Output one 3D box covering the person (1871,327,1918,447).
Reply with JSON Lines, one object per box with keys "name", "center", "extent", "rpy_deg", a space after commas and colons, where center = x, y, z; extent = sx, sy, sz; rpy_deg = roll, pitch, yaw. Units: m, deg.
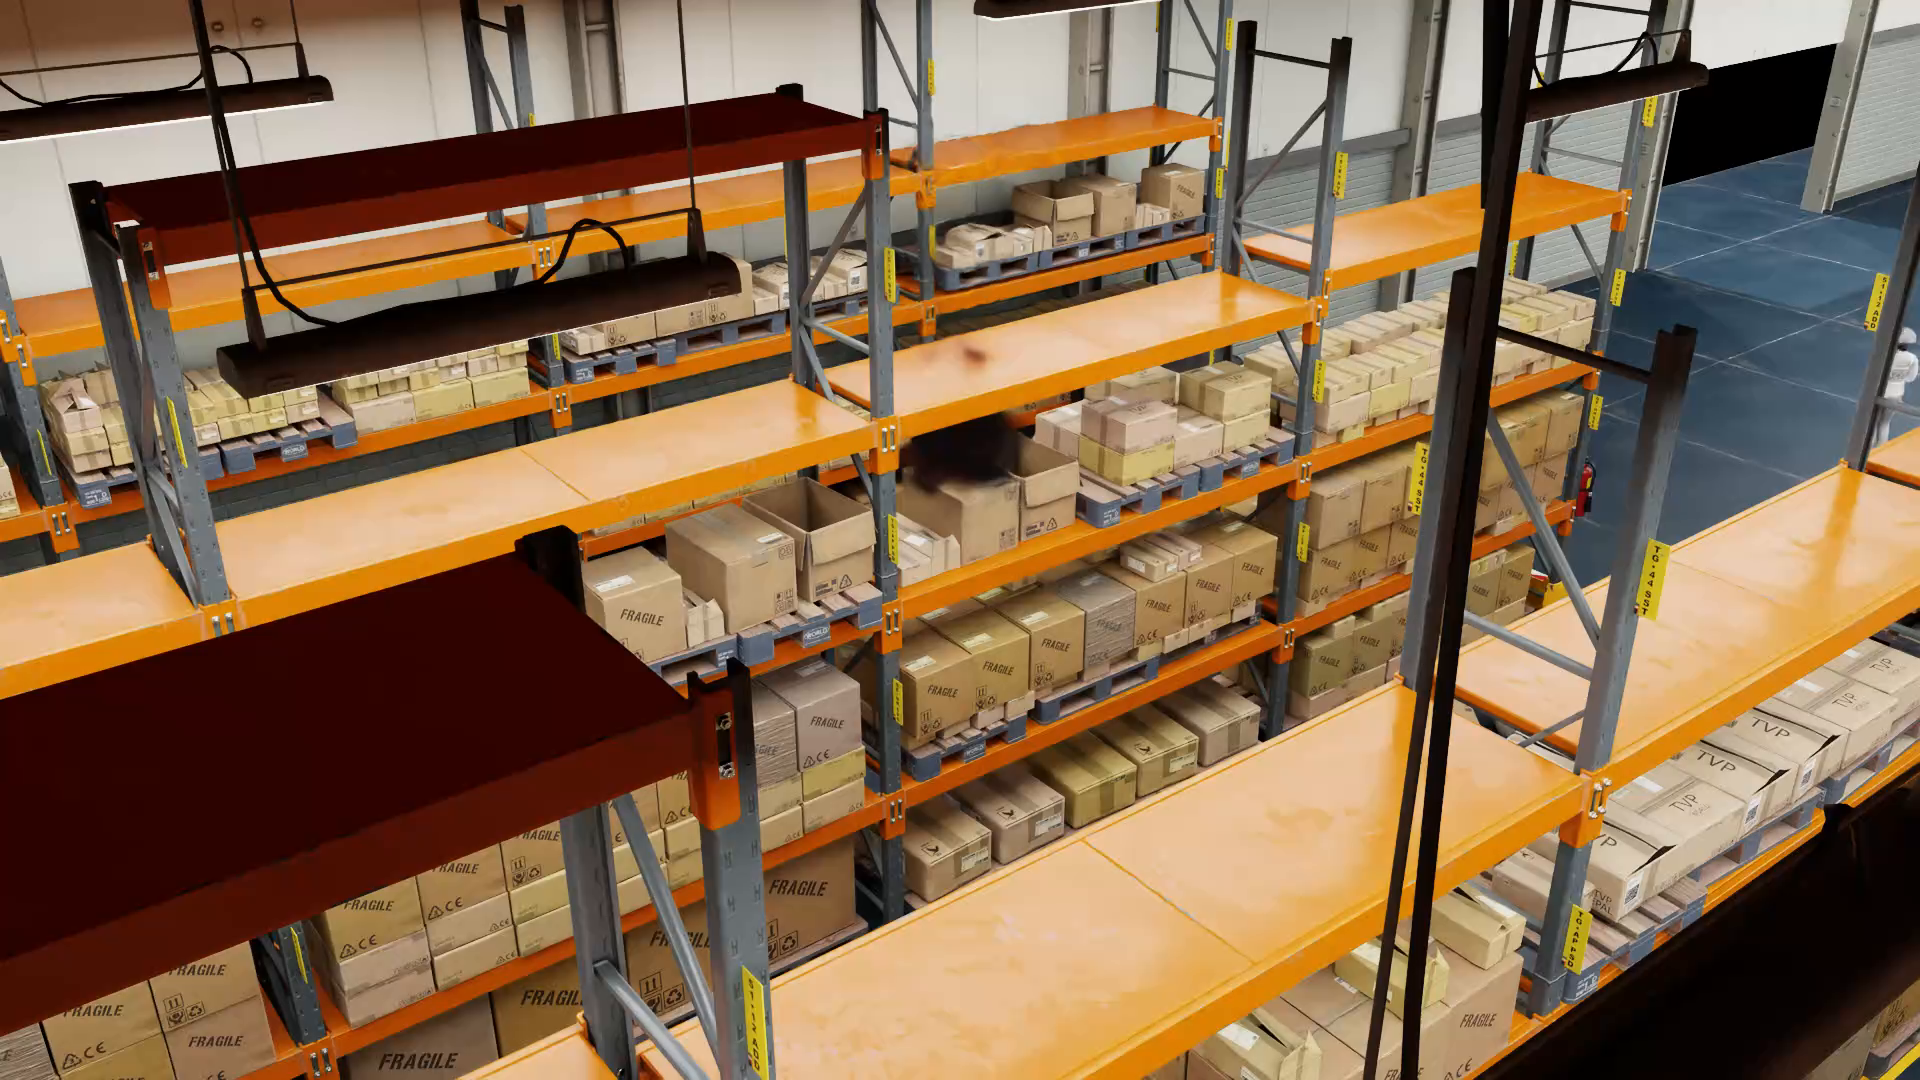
{"name": "person", "center": [10.987, -1.752, 19.787], "extent": [0.595, 1.660, 0.584], "rpy_deg": [4, 26, 8]}
